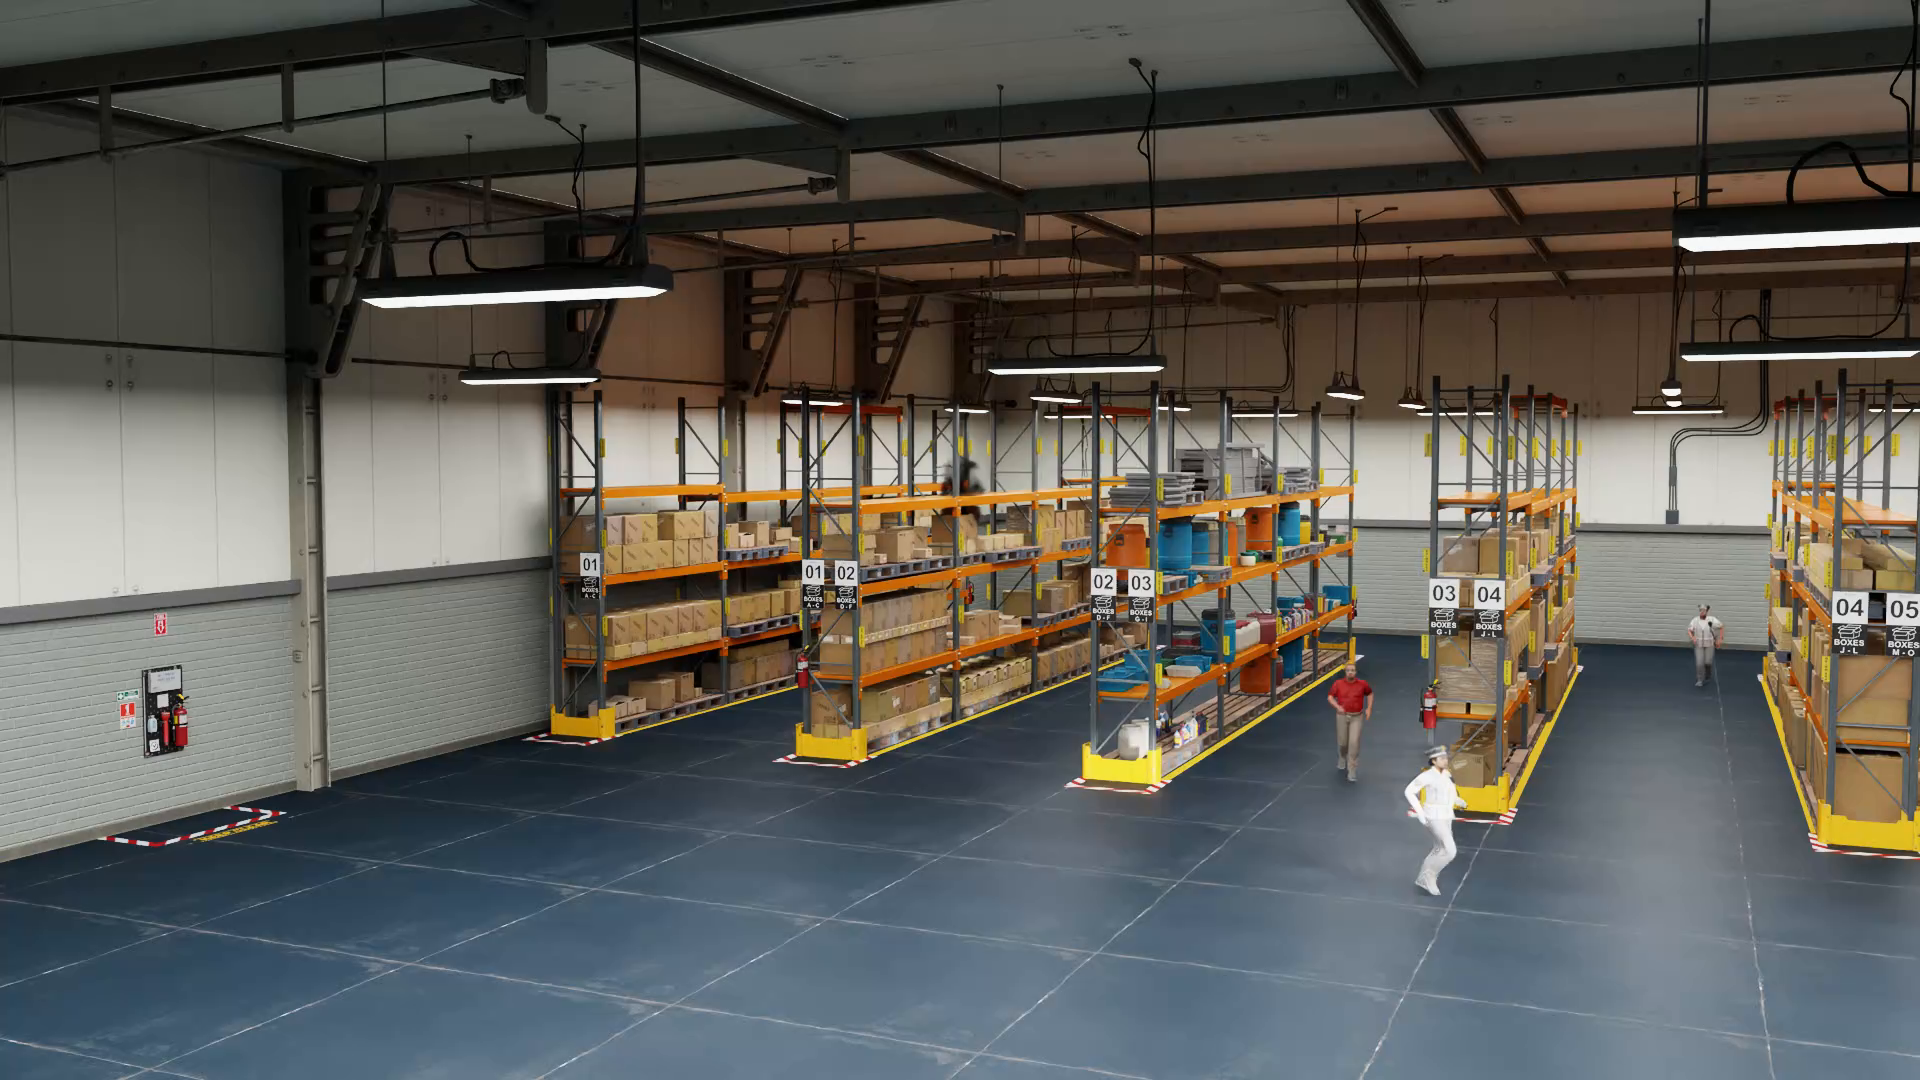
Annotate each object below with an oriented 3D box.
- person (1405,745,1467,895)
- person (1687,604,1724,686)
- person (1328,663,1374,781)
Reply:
[{"bbox_3d":[5.365,3.125,18.572,0.583,1.673,0.642,-3,4,-39],"label":"person"},{"bbox_3d":[15.672,2.209,34.994,0.698,1.749,0.652,2,4,31],"label":"person"},{"bbox_3d":[5.965,2.745,25.409,0.687,1.741,0.839,1,3,13],"label":"person"}]
